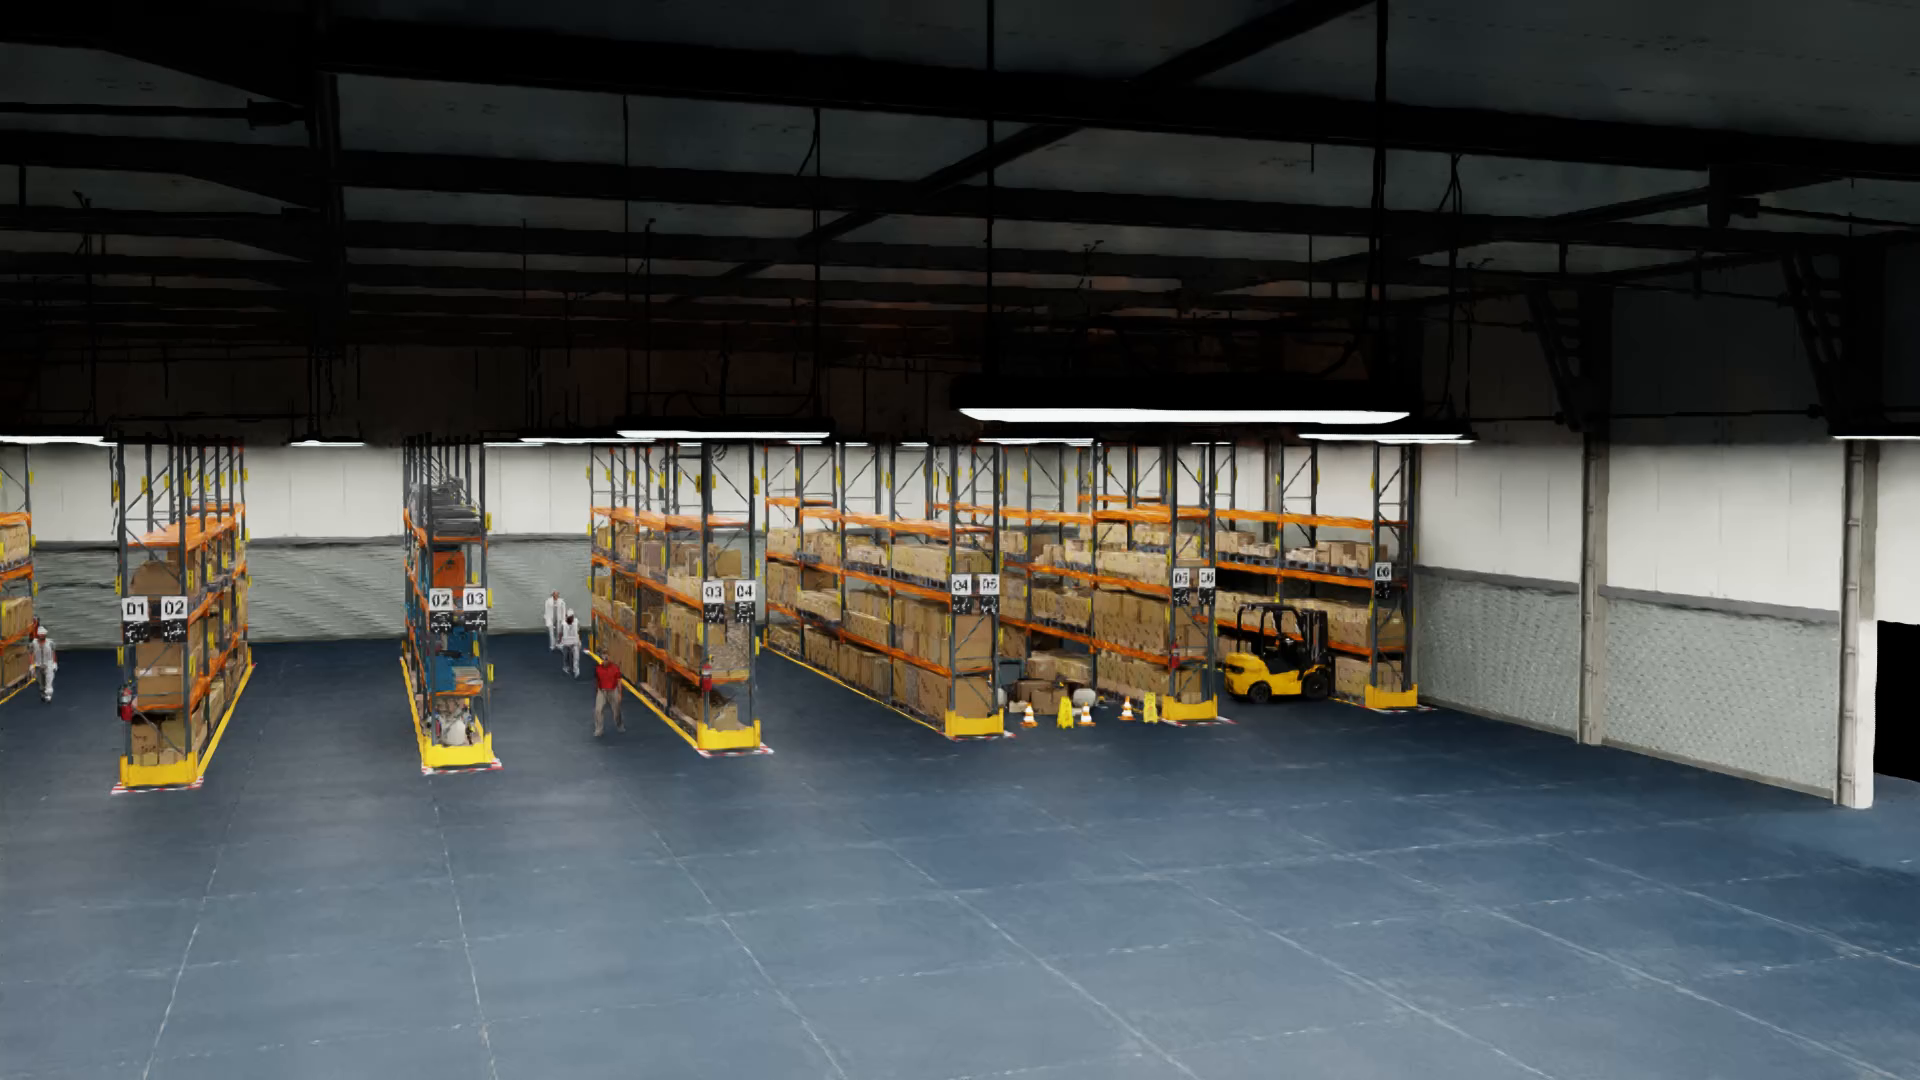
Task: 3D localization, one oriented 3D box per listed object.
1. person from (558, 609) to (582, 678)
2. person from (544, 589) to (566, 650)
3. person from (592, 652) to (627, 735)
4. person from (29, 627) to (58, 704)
[{"bbox_3d":[-9.723,2.559,41.465,0.566,1.706,1.122,-1,3,-18],"label":"person"},{"bbox_3d":[-11.476,2.238,47.176,0.589,1.694,1.157,-1,3,-21],"label":"person"},{"bbox_3d":[-7.023,3.046,33.230,0.582,1.667,0.981,0,3,1],"label":"person"},{"bbox_3d":[-20.542,2.790,37.241,0.557,1.706,1.125,-1,3,-22],"label":"person"}]
